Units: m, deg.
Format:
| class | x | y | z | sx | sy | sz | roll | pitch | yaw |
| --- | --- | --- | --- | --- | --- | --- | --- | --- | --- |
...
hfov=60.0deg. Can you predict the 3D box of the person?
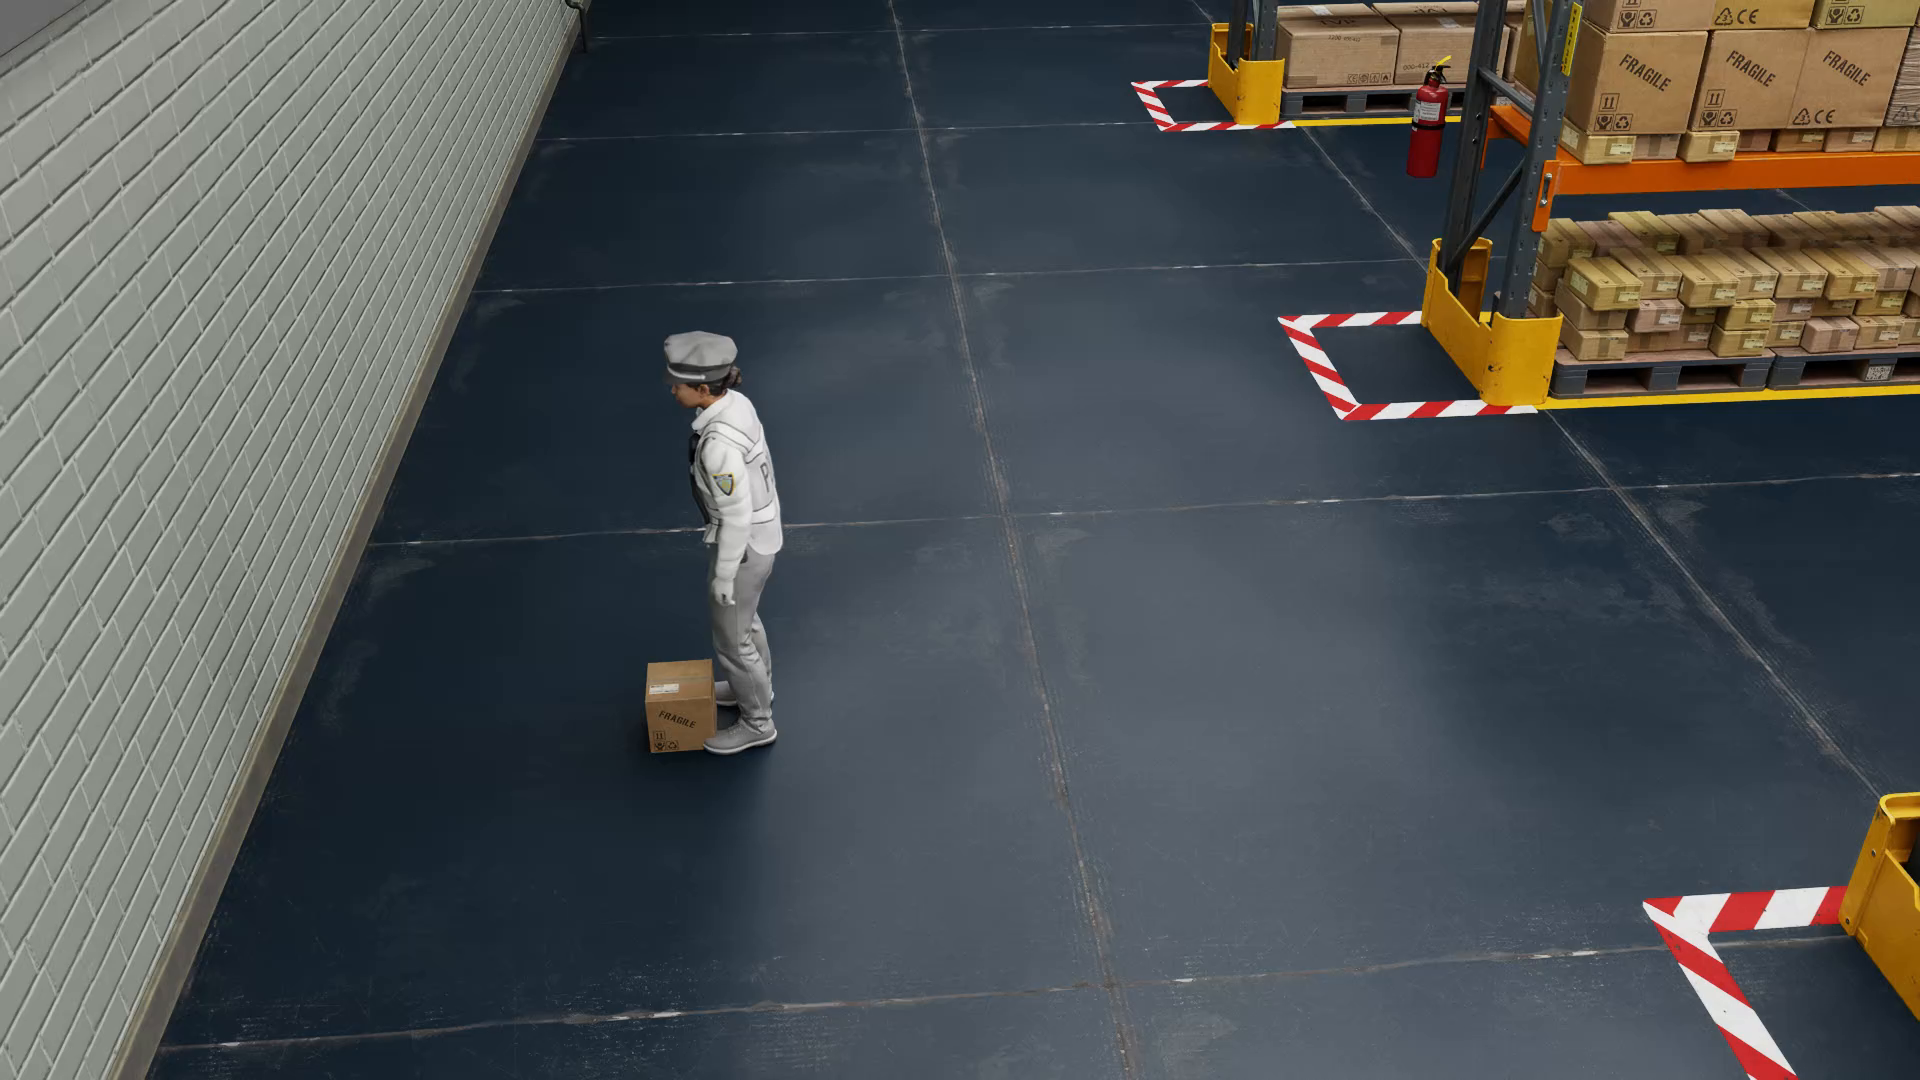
| class | x | y | z | sx | sy | sz | roll | pitch | yaw |
| --- | --- | --- | --- | --- | --- | --- | --- | --- | --- |
| person | -0.837 | 0.019 | 6.099 | 0.376 | 1.663 | 0.527 | -3 | 31 | -5 |
